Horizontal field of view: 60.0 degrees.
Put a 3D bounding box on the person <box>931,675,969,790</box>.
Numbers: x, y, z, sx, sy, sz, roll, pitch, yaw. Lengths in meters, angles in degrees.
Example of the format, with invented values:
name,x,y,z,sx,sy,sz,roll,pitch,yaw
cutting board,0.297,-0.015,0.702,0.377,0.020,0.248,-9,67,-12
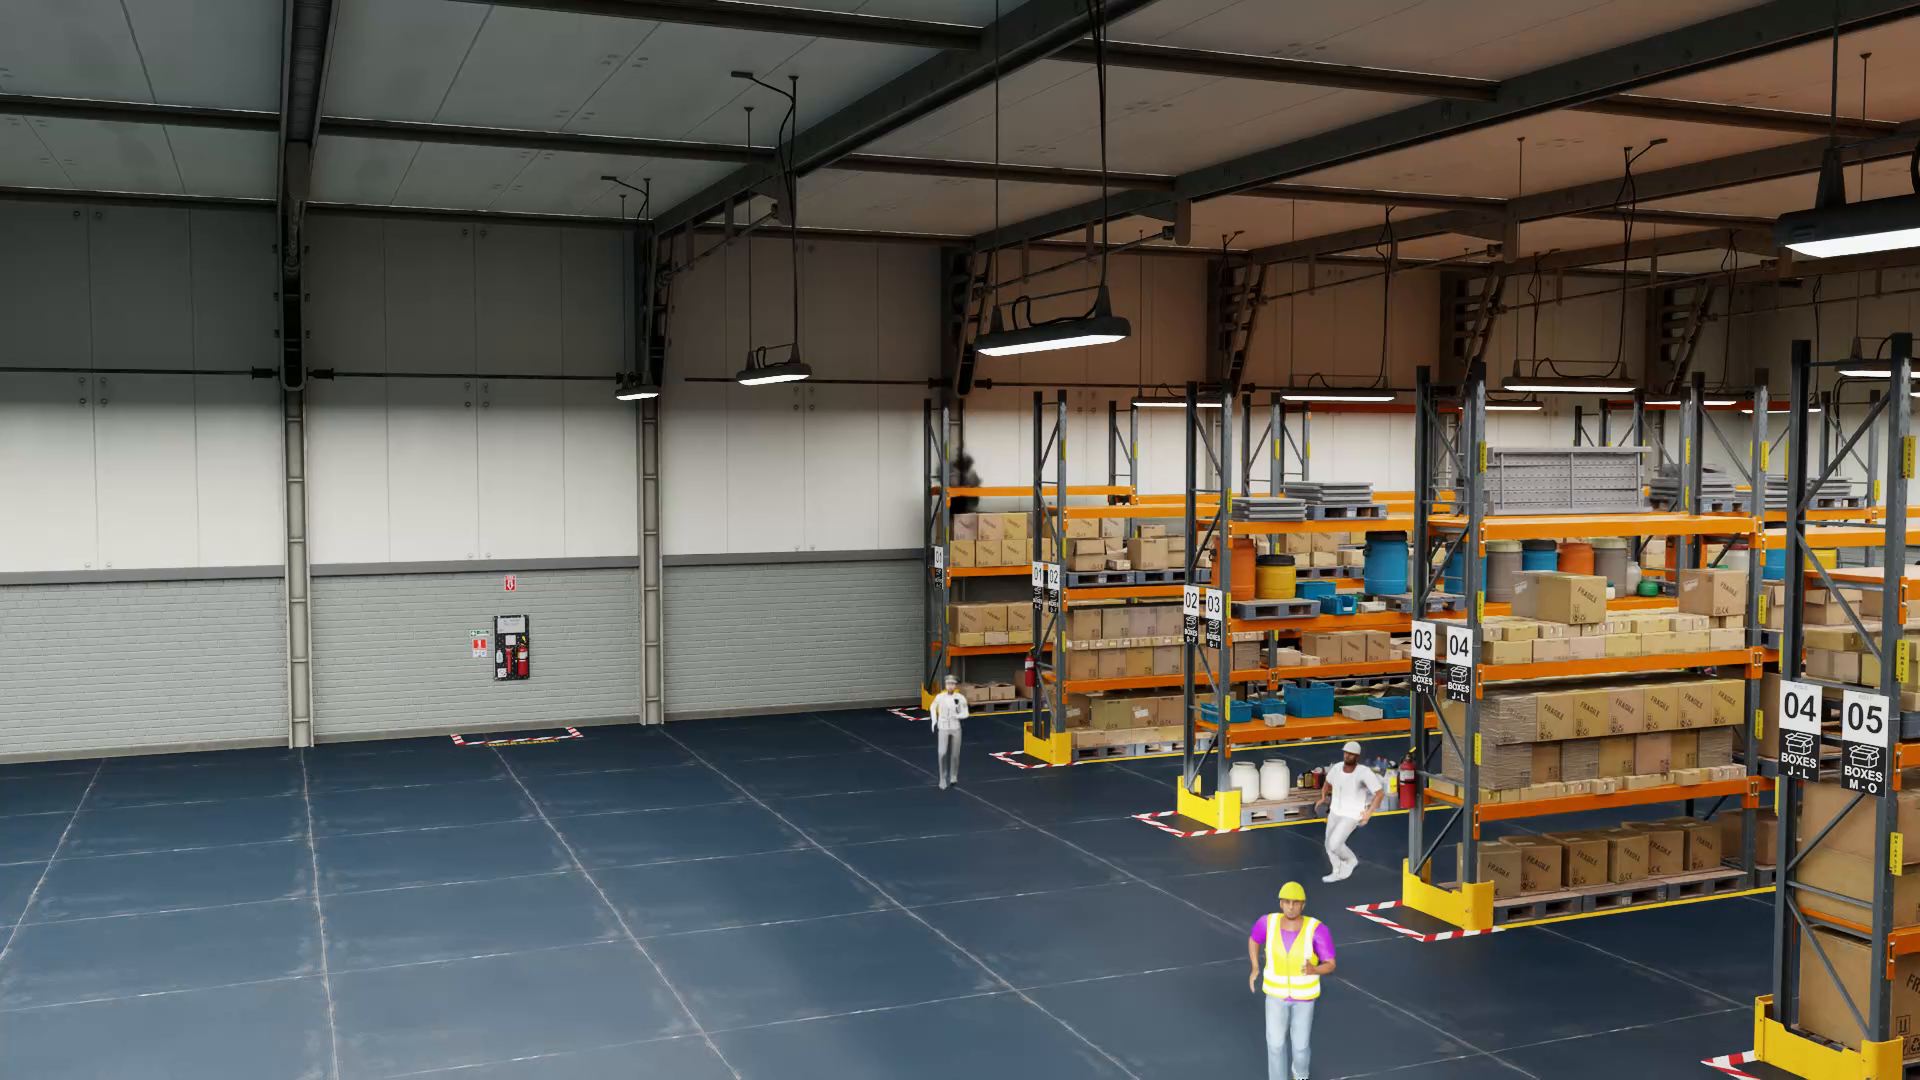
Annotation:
name,x,y,z,sx,sy,sz,roll,pitch,yaw
person,-0.156,2.862,24.803,0.581,1.723,0.703,0,3,1

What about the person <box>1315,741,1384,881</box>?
name,x,y,z,sx,sy,sz,roll,pitch,yaw
person,4.463,3.176,19.302,0.517,1.705,0.763,-2,4,-35

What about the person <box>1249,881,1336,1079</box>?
name,x,y,z,sx,sy,sz,roll,pitch,yaw
person,2.547,3.527,12.802,0.682,1.821,0.760,1,3,15
